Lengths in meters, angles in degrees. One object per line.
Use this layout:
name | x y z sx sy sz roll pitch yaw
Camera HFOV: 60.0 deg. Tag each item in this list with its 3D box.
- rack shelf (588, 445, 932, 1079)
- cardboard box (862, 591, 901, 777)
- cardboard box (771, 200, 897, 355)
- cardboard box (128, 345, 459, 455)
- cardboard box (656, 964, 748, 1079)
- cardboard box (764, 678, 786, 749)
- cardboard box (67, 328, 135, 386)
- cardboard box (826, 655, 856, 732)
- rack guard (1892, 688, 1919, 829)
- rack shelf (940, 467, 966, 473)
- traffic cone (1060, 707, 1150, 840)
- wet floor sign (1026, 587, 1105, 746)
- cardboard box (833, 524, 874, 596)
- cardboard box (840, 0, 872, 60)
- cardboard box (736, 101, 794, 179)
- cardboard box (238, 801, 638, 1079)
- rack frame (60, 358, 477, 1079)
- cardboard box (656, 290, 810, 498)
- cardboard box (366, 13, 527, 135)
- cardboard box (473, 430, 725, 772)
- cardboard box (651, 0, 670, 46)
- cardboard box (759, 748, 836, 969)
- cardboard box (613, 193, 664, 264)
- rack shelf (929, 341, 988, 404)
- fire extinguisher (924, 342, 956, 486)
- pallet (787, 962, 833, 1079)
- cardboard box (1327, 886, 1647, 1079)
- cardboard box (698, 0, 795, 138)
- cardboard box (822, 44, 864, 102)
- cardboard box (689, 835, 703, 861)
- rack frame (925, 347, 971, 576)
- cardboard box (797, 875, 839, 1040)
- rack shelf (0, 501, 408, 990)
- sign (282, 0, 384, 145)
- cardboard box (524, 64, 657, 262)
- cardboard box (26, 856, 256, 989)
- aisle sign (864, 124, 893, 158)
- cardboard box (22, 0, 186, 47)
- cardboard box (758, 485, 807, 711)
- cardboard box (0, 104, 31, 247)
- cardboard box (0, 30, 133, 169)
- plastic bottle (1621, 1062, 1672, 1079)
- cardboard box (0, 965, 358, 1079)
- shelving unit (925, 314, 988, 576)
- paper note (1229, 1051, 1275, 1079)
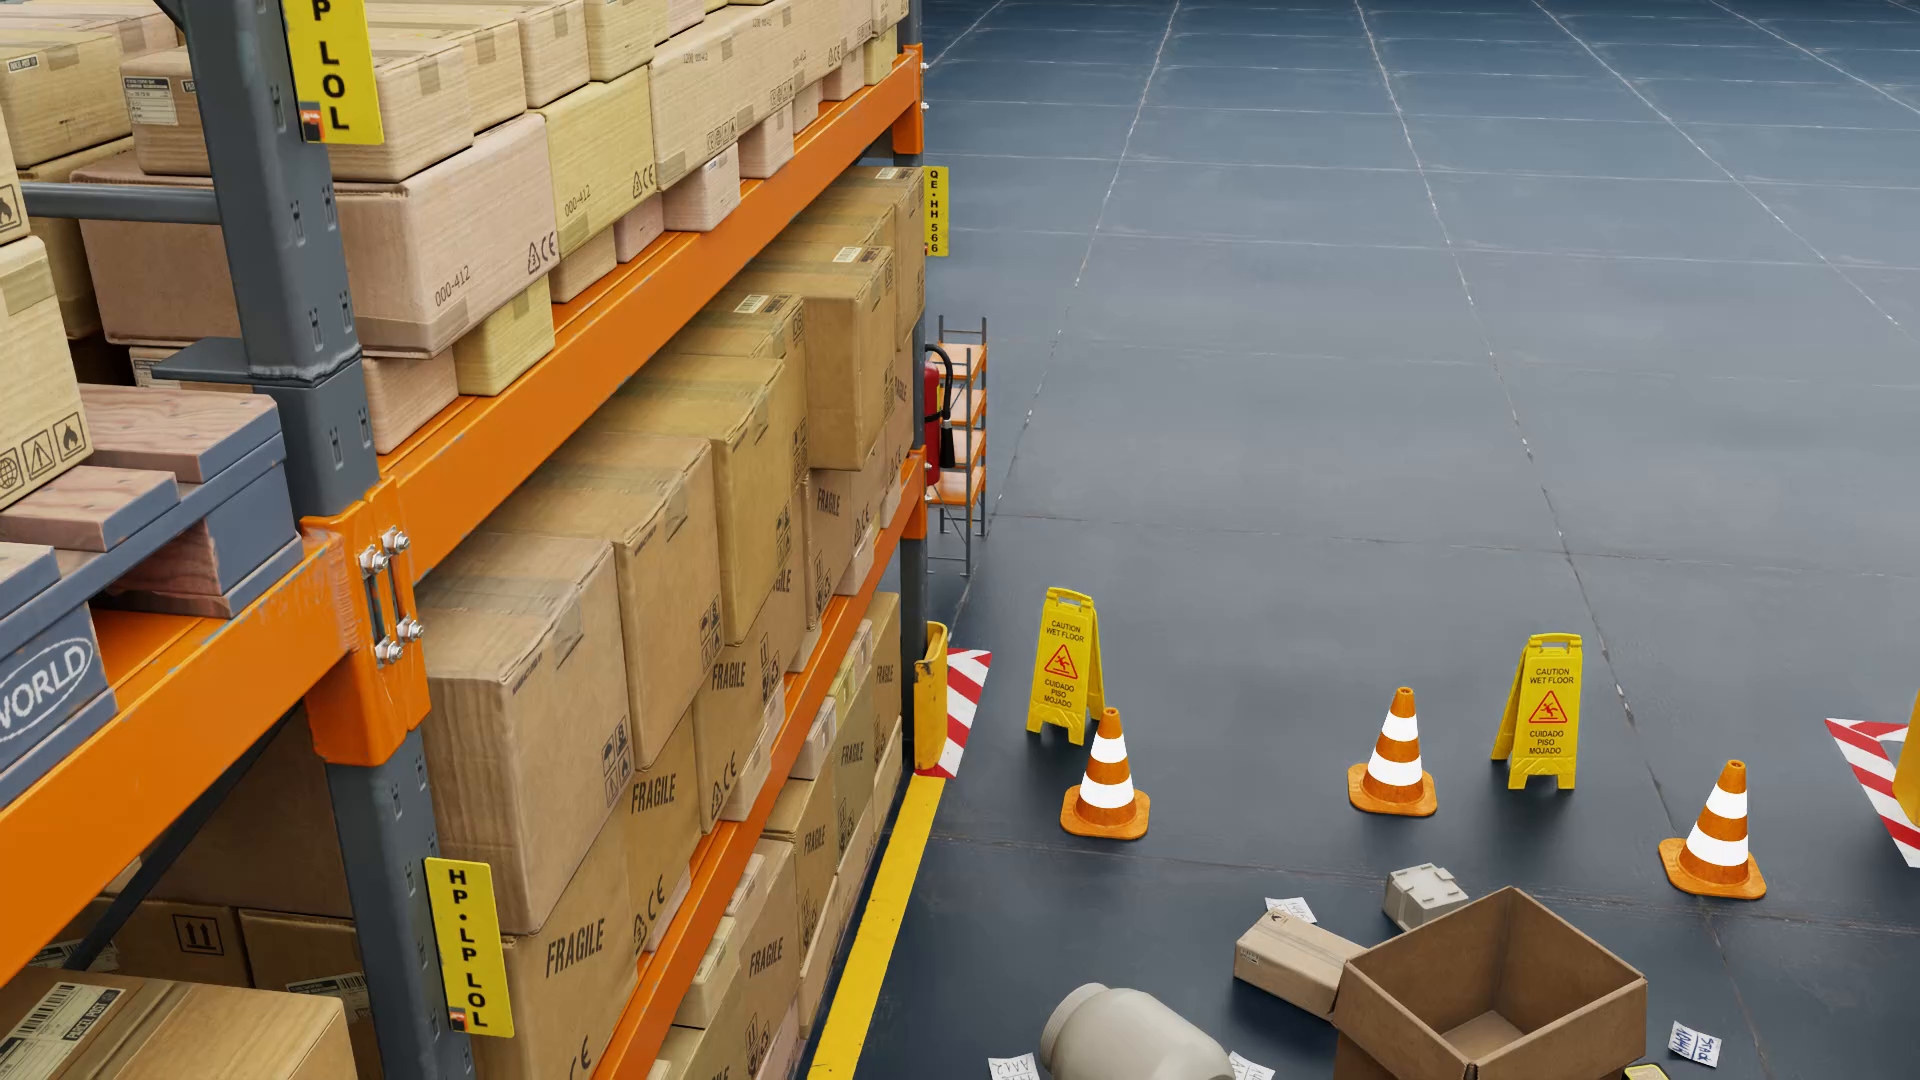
rack shelf | -0.963 0.598 4.783 1.077 0.370 4.000 4 25 9
cardboard box | -0.510 0.504 5.998 0.500 0.500 0.500 4 25 9
cardboard box | -0.594 -0.758 5.182 0.700 0.500 0.500 4 25 9
cardboard box | -0.994 -0.251 2.506 0.380 0.149 0.250 4 25 8
cardboard box | -0.851 1.371 4.146 0.500 0.500 0.500 5 26 11
cardboard box | -0.690 0.471 4.502 0.380 0.149 0.250 4 25 8
cardboard box | -1.539 -0.290 2.589 0.380 0.149 0.250 4 25 9
cardboard box | -0.548 0.473 5.299 0.380 0.149 0.250 4 25 9
rack guard | 4.268 0.858 6.327 1.175 0.500 0.348 4 25 9
rack shelf | -0.027 -0.439 8.364 0.199 0.029 0.442 4 25 9
traffic cone | 0.566 0.854 6.381 0.336 0.463 0.334 4 25 9
wet floor sign | 0.451 0.496 6.928 0.267 0.644 0.232 13 28 26
cardboard box | -0.493 0.050 5.402 0.380 0.149 0.250 4 25 9
cardboard box | -0.550 -1.548 4.806 0.500 0.250 0.500 4 25 8
cardboard box | -0.625 -0.995 4.096 0.380 0.149 0.250 4 25 8
cardboard box | -0.943 0.764 3.111 0.500 0.500 0.500 4 25 8
rack frame | -1.290 1.108 2.844 1.000 3.000 0.127 4 25 9
cardboard box | -0.794 -0.338 4.286 0.700 0.500 0.500 4 25 8
cardboard box | -0.902 -0.717 2.562 0.380 0.149 0.250 5 26 10
cardboard box | -0.899 0.094 3.362 0.700 0.500 0.500 4 25 9
cardboard box | -0.790 -1.043 3.256 0.380 0.149 0.250 3 25 7
cardboard box | -0.681 0.933 5.082 0.500 0.500 0.500 3 25 7
cardboard box | -0.833 -0.680 3.422 0.380 0.149 0.250 3 25 7
rack shelf | -0.027 -0.830 8.181 0.258 0.148 0.480 4 25 9
fire extinguisher | -0.163 -0.545 6.468 0.296 0.674 0.183 4 25 9
pallet | -1.018 1.576 5.134 1.003 0.211 1.213 4 25 9
cardboard box | 1.575 1.476 5.003 0.797 0.503 0.637 -14 29 -27
cardboard box | -0.697 -1.118 3.889 0.500 0.250 0.500 4 25 9
cardboard box | -0.504 -1.426 5.015 0.380 0.149 0.250 5 26 10
cardboard box | -0.831 0.675 4.065 0.380 0.149 0.250 4 25 8
rack frame | -0.067 -0.372 8.130 0.240 1.200 0.015 4 25 9
cardboard box | -0.675 1.283 5.220 0.500 0.250 0.500 3 25 7
rack shelf | -1.616 0.912 0.573 1.077 0.370 4.000 4 25 9
sign | -0.741 -0.626 1.936 0.100 0.325 0.005 4 25 9
cardboard box | -0.872 -0.698 2.991 0.500 0.250 0.500 4 25 8
cardboard box | -1.462 0.725 3.193 0.500 0.500 0.500 3 25 7
aisle sign | -0.340 -1.748 5.879 0.394 0.787 0.004 4 25 9
cardboard box | -1.356 -0.862 2.871 0.380 0.149 0.250 5 25 10
cardboard box | -0.726 0.130 4.465 0.500 0.500 0.500 4 25 9
cardboard box | -1.259 -0.348 1.508 0.500 0.250 0.500 5 25 10
cardboard box | -1.453 -0.645 2.408 0.380 0.149 0.250 5 25 10
plastic bottle | 2.128 1.705 5.035 0.133 0.061 0.283 -5 25 -10
cardboard box | -1.139 0.947 2.224 0.500 0.500 0.500 4 25 8
shelving unit | -0.027 -0.474 8.348 0.258 1.200 0.503 4 25 9
paper note | 0.887 1.663 5.174 0.148 0.019 0.142 13 28 26
